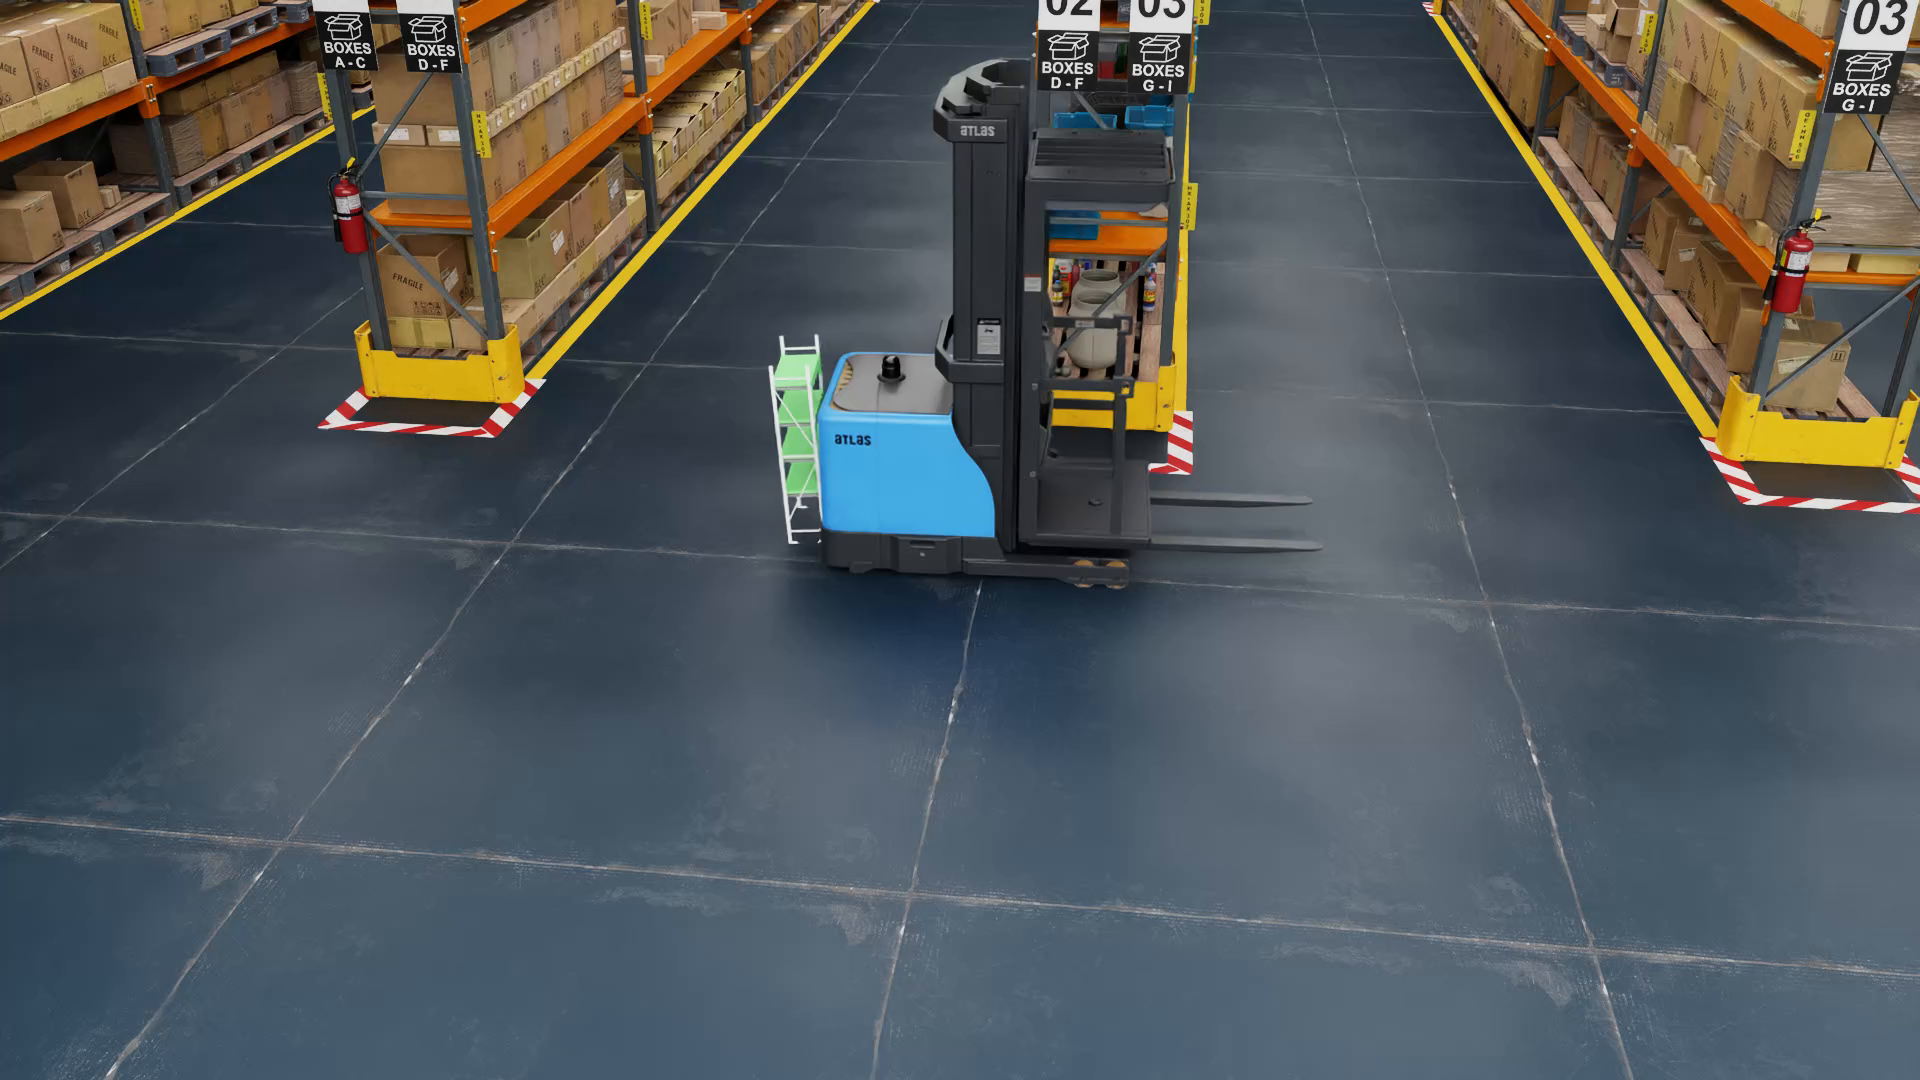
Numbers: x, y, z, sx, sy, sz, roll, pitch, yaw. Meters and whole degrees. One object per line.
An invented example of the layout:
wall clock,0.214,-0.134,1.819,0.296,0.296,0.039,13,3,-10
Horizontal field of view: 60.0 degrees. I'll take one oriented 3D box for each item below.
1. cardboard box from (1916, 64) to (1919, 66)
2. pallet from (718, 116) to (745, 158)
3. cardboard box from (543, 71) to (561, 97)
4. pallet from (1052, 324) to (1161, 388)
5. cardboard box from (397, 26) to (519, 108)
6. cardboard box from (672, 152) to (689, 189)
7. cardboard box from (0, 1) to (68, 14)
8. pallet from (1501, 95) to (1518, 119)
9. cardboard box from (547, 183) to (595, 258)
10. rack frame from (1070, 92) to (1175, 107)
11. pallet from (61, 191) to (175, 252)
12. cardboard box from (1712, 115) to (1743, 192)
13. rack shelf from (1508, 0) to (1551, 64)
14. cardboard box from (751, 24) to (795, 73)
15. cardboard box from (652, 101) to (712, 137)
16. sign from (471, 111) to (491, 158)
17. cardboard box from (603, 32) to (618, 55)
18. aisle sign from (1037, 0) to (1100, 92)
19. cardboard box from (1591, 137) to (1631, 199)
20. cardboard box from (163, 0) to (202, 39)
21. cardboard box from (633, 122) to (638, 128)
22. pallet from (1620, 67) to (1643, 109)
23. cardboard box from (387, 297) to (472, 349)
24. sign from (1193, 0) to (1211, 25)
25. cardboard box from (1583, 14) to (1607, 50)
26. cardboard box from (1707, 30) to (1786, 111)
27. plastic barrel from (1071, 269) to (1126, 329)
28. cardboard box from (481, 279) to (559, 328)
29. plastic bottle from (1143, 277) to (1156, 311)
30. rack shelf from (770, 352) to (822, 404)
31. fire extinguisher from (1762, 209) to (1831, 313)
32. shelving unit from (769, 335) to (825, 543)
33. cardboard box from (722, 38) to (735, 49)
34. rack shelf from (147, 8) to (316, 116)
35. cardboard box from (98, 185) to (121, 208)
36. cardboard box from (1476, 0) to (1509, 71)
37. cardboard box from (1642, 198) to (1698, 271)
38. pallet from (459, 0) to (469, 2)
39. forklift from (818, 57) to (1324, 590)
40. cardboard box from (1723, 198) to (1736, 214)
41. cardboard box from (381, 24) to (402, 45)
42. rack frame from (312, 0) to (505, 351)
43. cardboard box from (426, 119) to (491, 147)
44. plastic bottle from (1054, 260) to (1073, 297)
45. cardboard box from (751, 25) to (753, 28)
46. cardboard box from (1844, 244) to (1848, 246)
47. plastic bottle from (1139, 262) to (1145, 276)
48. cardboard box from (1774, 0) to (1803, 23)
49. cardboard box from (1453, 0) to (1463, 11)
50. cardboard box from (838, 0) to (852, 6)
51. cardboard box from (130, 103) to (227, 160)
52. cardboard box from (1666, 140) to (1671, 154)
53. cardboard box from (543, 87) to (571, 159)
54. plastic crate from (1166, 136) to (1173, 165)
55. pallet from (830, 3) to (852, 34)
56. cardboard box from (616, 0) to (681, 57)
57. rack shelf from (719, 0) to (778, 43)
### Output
cardboard box,11.887,-5.703,20.158,0.500,0.500,0.500,5,29,8
pallet,-3.067,-4.617,18.890,1.003,0.211,1.213,3,28,6
cardboard box,-3.457,-3.690,13.439,0.380,0.149,0.250,4,29,7
pallet,1.075,-1.368,12.859,1.003,0.211,1.213,3,28,6
cardboard box,-3.772,-3.572,12.536,0.700,0.500,0.500,3,28,5
cardboard box,-3.058,-3.738,16.774,0.500,0.250,0.500,4,29,7
cardboard box,-8.599,-4.697,15.445,0.500,0.500,0.500,3,28,5
pallet,7.227,-5.365,20.277,1.003,0.211,1.213,3,28,6
cardboard box,-3.435,-2.715,14.084,0.500,0.500,0.500,3,28,6
rack frame,1.498,-4.058,14.912,1.000,3.000,0.127,3,28,6
pallet,-8.382,-3.088,16.051,1.003,0.211,1.213,3,28,6
cardboard box,6.064,-2.795,12.148,0.875,0.500,0.500,3,28,6
rack shelf,7.149,-6.278,19.790,1.077,0.370,4.000,3,28,6
cardboard box,-2.404,-6.250,21.152,0.500,0.500,0.500,2,28,4
cardboard box,-2.933,-4.472,17.546,0.500,0.311,0.500,4,29,8
sign,-3.358,-2.846,11.665,0.100,0.325,0.005,3,28,6
cardboard box,-3.271,-4.420,14.795,0.380,0.149,0.250,3,28,5
aisle sign,0.704,-3.303,10.769,0.394,0.787,0.004,3,28,6
cardboard box,6.655,-3.638,16.304,0.700,0.500,0.500,1,28,2
cardboard box,-8.163,-5.372,16.781,0.700,0.500,0.500,6,29,11
cardboard box,-3.531,-4.256,17.144,0.500,0.311,0.500,3,28,6
pallet,6.652,-4.037,15.075,1.003,0.211,1.213,3,28,6
cardboard box,-4.135,-1.709,13.007,0.500,0.250,0.500,3,28,6
sign,1.553,-3.465,10.640,0.100,0.325,0.005,3,28,6
cardboard box,6.470,-4.996,16.369,0.500,0.250,0.500,3,28,5
cardboard box,5.934,-3.481,12.368,0.500,0.500,0.500,3,28,6
plastic barrel,1.074,-1.815,12.928,0.421,0.512,0.421,0,28,0
cardboard box,-3.564,-1.914,13.389,0.500,0.250,0.500,3,28,6
plastic bottle,1.539,-2.003,13.510,0.097,0.271,0.097,0,28,0
rack shelf,-1.004,-0.995,10.234,0.258,0.148,0.480,-2,28,3
fire extinguisher,5.452,-1.826,10.850,0.296,0.674,0.183,3,28,6
shelving unit,-0.983,-0.629,10.431,0.258,1.200,0.503,-2,28,3
cardboard box,-3.043,-6.134,20.147,0.500,0.250,0.500,4,29,8
rack shelf,-8.089,-5.258,17.898,1.077,0.370,4.000,3,28,6
cardboard box,-8.370,-3.326,16.077,0.380,0.166,0.250,0,28,0
cardboard box,7.335,-6.483,21.210,1.225,0.875,0.875,3,29,6
cardboard box,6.325,-2.668,14.525,0.500,0.500,0.500,3,28,5
pallet,-3.795,-4.078,11.879,1.003,0.211,1.213,3,28,6
forklift,0.699,-1.257,9.785,3.031,2.935,1.130,2,28,4
cardboard box,5.890,-2.512,12.307,0.380,0.149,0.250,3,28,6
cardboard box,-7.510,-6.505,21.279,0.750,0.750,0.750,3,28,6
rack frame,-3.908,-2.465,11.954,1.000,3.000,0.127,3,28,6
cardboard box,-3.646,-2.966,12.096,0.380,0.149,0.250,3,28,6
plastic bottle,0.856,-2.177,13.827,0.152,0.276,0.135,4,29,7
cardboard box,-2.924,-6.268,21.186,0.500,0.500,0.500,2,28,4
cardboard box,6.245,-2.013,11.382,0.380,0.149,0.250,3,28,6
plastic bottle,1.618,-2.414,14.268,0.152,0.276,0.135,4,29,7
cardboard box,5.789,-3.619,11.092,0.500,0.250,0.500,4,29,7
cardboard box,7.885,-8.362,24.699,0.875,0.875,0.875,3,28,6
cardboard box,-1.916,-8.264,25.153,0.500,0.250,0.500,3,28,6
cardboard box,-8.247,-4.320,17.571,0.700,0.500,0.500,3,28,5
cardboard box,6.021,-3.221,13.624,0.380,0.149,0.250,3,28,6
cardboard box,-3.651,-3.456,13.690,0.700,0.500,0.500,4,29,8
plastic crate,1.550,-3.163,13.528,0.530,0.136,0.437,3,28,6
pallet,-2.205,-7.785,24.769,1.003,0.211,1.213,3,28,6
cardboard box,-3.181,-5.236,16.993,0.500,0.500,0.500,3,28,6
rack shelf,-2.682,-6.855,20.862,1.077,0.370,4.000,3,28,6
